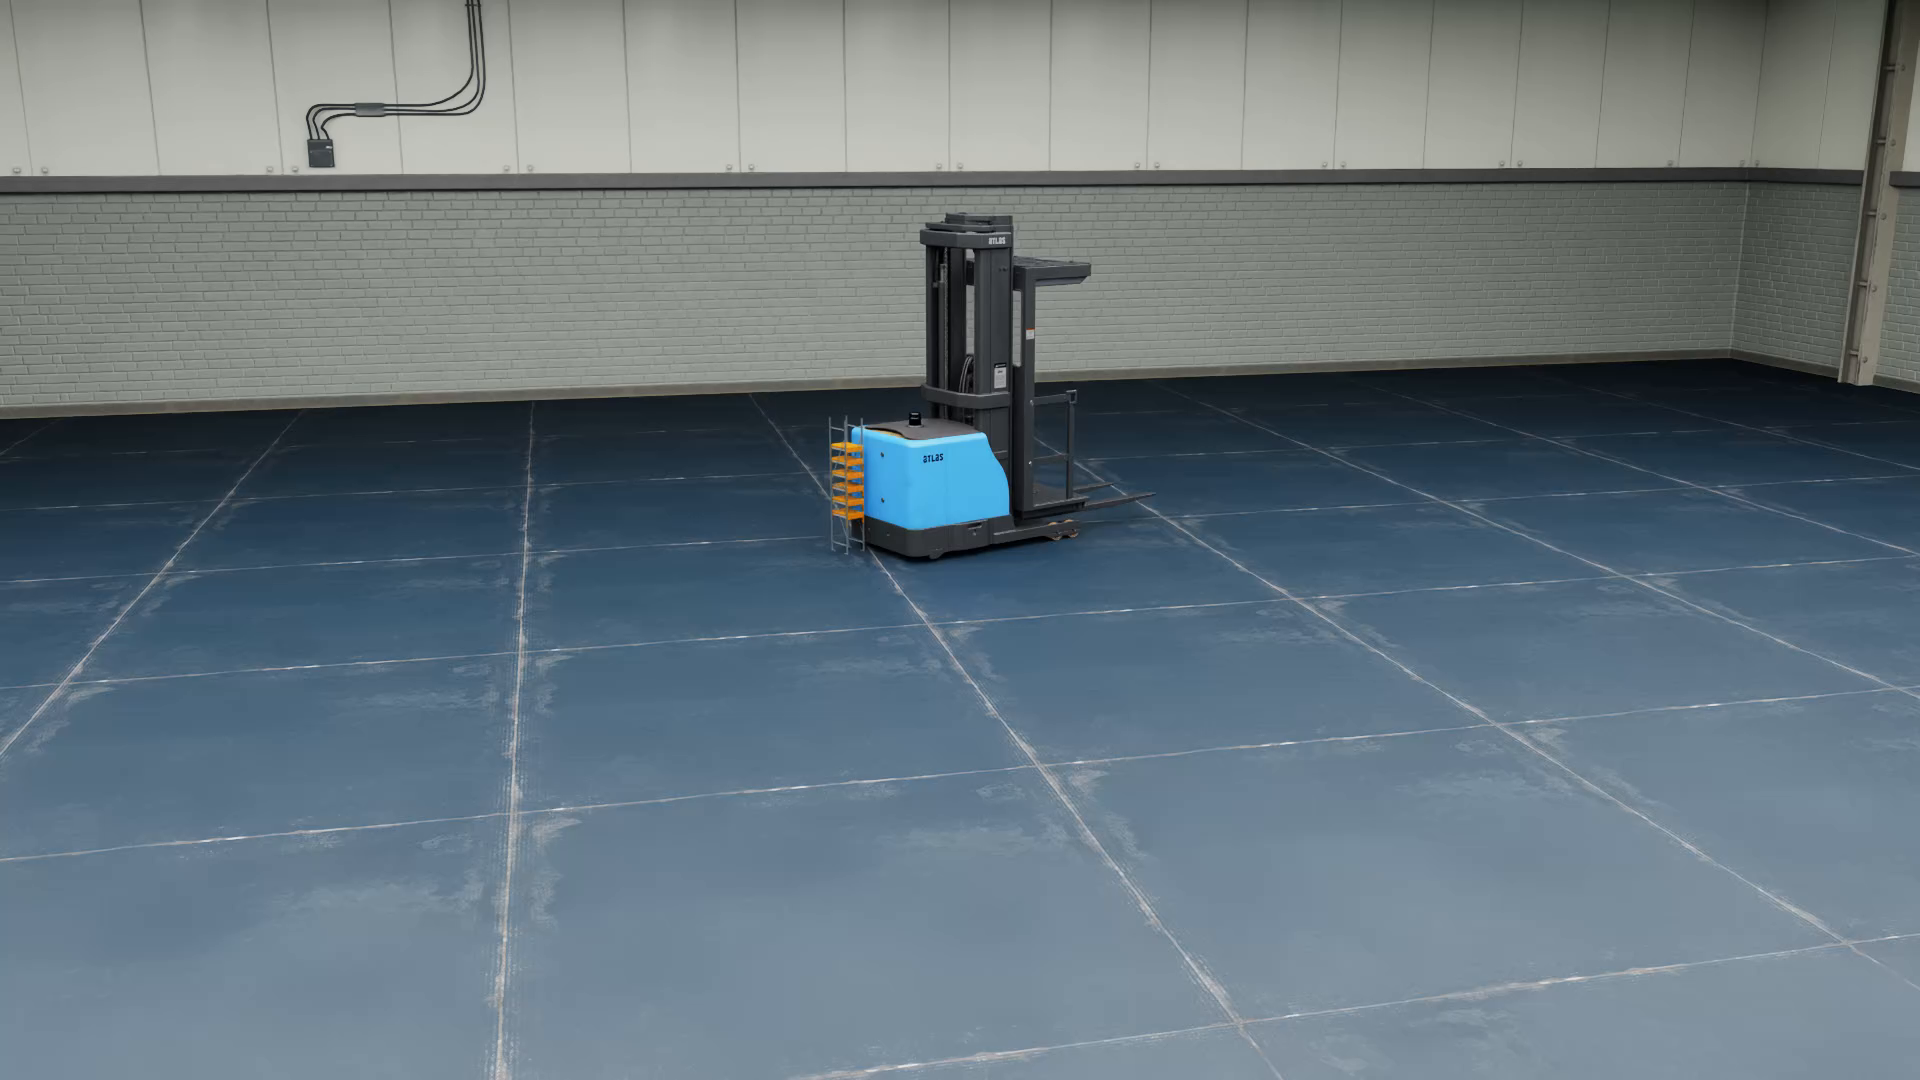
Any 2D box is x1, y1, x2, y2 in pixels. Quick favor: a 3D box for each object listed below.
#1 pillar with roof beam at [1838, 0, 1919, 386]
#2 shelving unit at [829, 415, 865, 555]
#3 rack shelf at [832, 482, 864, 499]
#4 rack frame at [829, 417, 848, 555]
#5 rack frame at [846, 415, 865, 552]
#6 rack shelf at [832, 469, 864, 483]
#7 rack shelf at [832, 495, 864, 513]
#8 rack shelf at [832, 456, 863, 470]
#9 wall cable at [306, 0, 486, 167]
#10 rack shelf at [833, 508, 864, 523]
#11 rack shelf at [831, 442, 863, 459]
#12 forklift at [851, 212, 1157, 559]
[{"bbox_3d":[9.187,-6.470,22.772,9.100,9.000,0.400,-3,14,-13],"label":"pillar with roof beam"},{"bbox_3d":[-1.001,-0.486,14.712,0.189,1.200,0.258,-12,18,-39],"label":"shelving unit"},{"bbox_3d":[-1.001,-0.443,14.723,0.180,0.103,0.258,-12,18,-39],"label":"rack shelf"},{"bbox_3d":[-1.070,-0.472,14.654,0.006,1.200,0.240,-12,18,-39],"label":"rack frame"},{"bbox_3d":[-0.932,-0.501,14.770,0.006,1.200,0.240,-12,18,-39],"label":"rack frame"},{"bbox_3d":[-1.001,-0.560,14.694,0.180,0.103,0.258,-12,18,-39],"label":"rack shelf"},{"bbox_3d":[-1.001,-0.327,14.751,0.180,0.103,0.258,-12,18,-39],"label":"rack shelf"},{"bbox_3d":[-1.001,-0.676,14.665,0.180,0.103,0.258,-12,18,-39],"label":"rack shelf"},{"bbox_3d":[-7.423,-7.885,21.398,2.305,6.003,0.169,-3,14,-13],"label":"wall cable"},{"bbox_3d":[-1.000,-0.210,14.780,0.180,0.103,0.258,-12,18,-39],"label":"rack shelf"},{"bbox_3d":[-1.002,-0.793,14.637,0.180,0.103,0.258,-12,18,-39],"label":"rack shelf"},{"bbox_3d":[0.501,-1.512,15.262,3.031,2.935,1.130,-10,17,-35],"label":"forklift"}]
